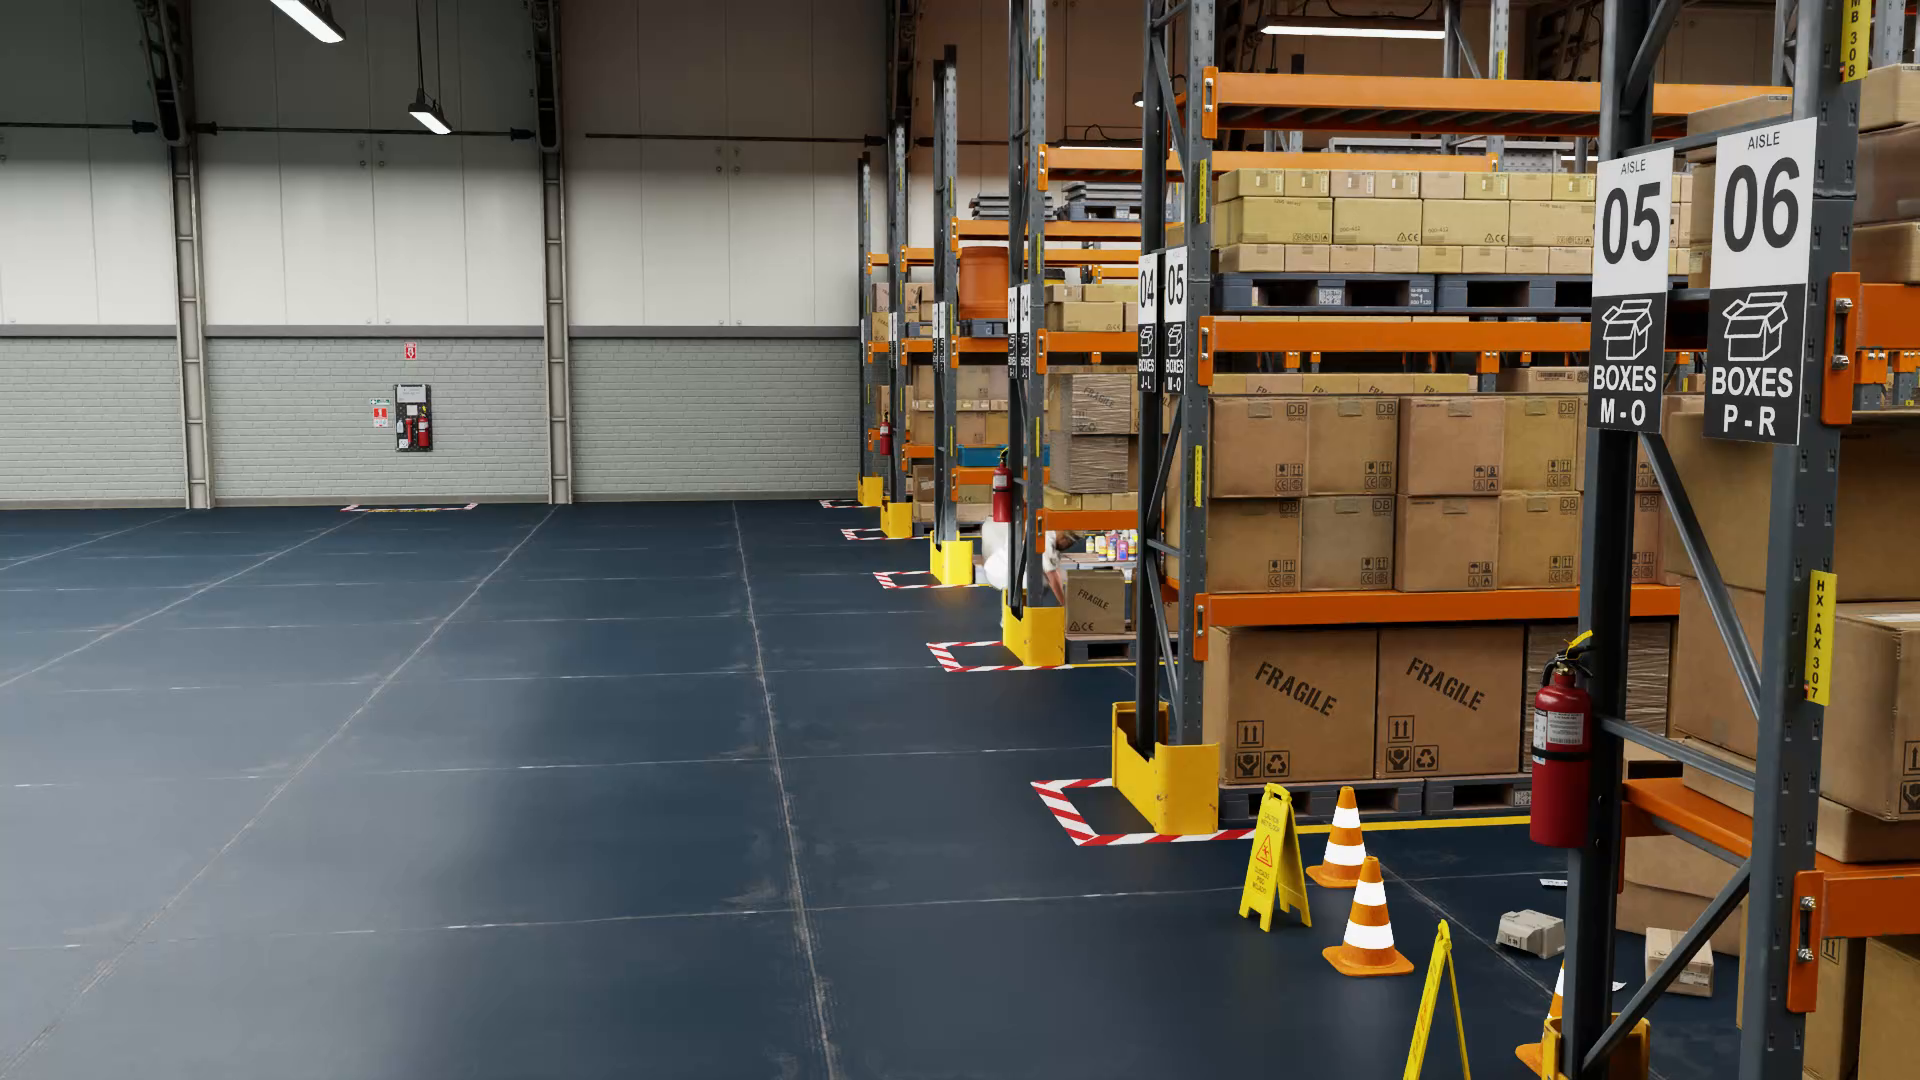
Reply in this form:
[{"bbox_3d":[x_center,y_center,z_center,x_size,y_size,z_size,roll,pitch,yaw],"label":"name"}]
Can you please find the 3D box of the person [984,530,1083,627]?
[{"bbox_3d":[0.713,0.328,16.027,0.943,1.029,0.566,1,7,10],"label":"person"}]
